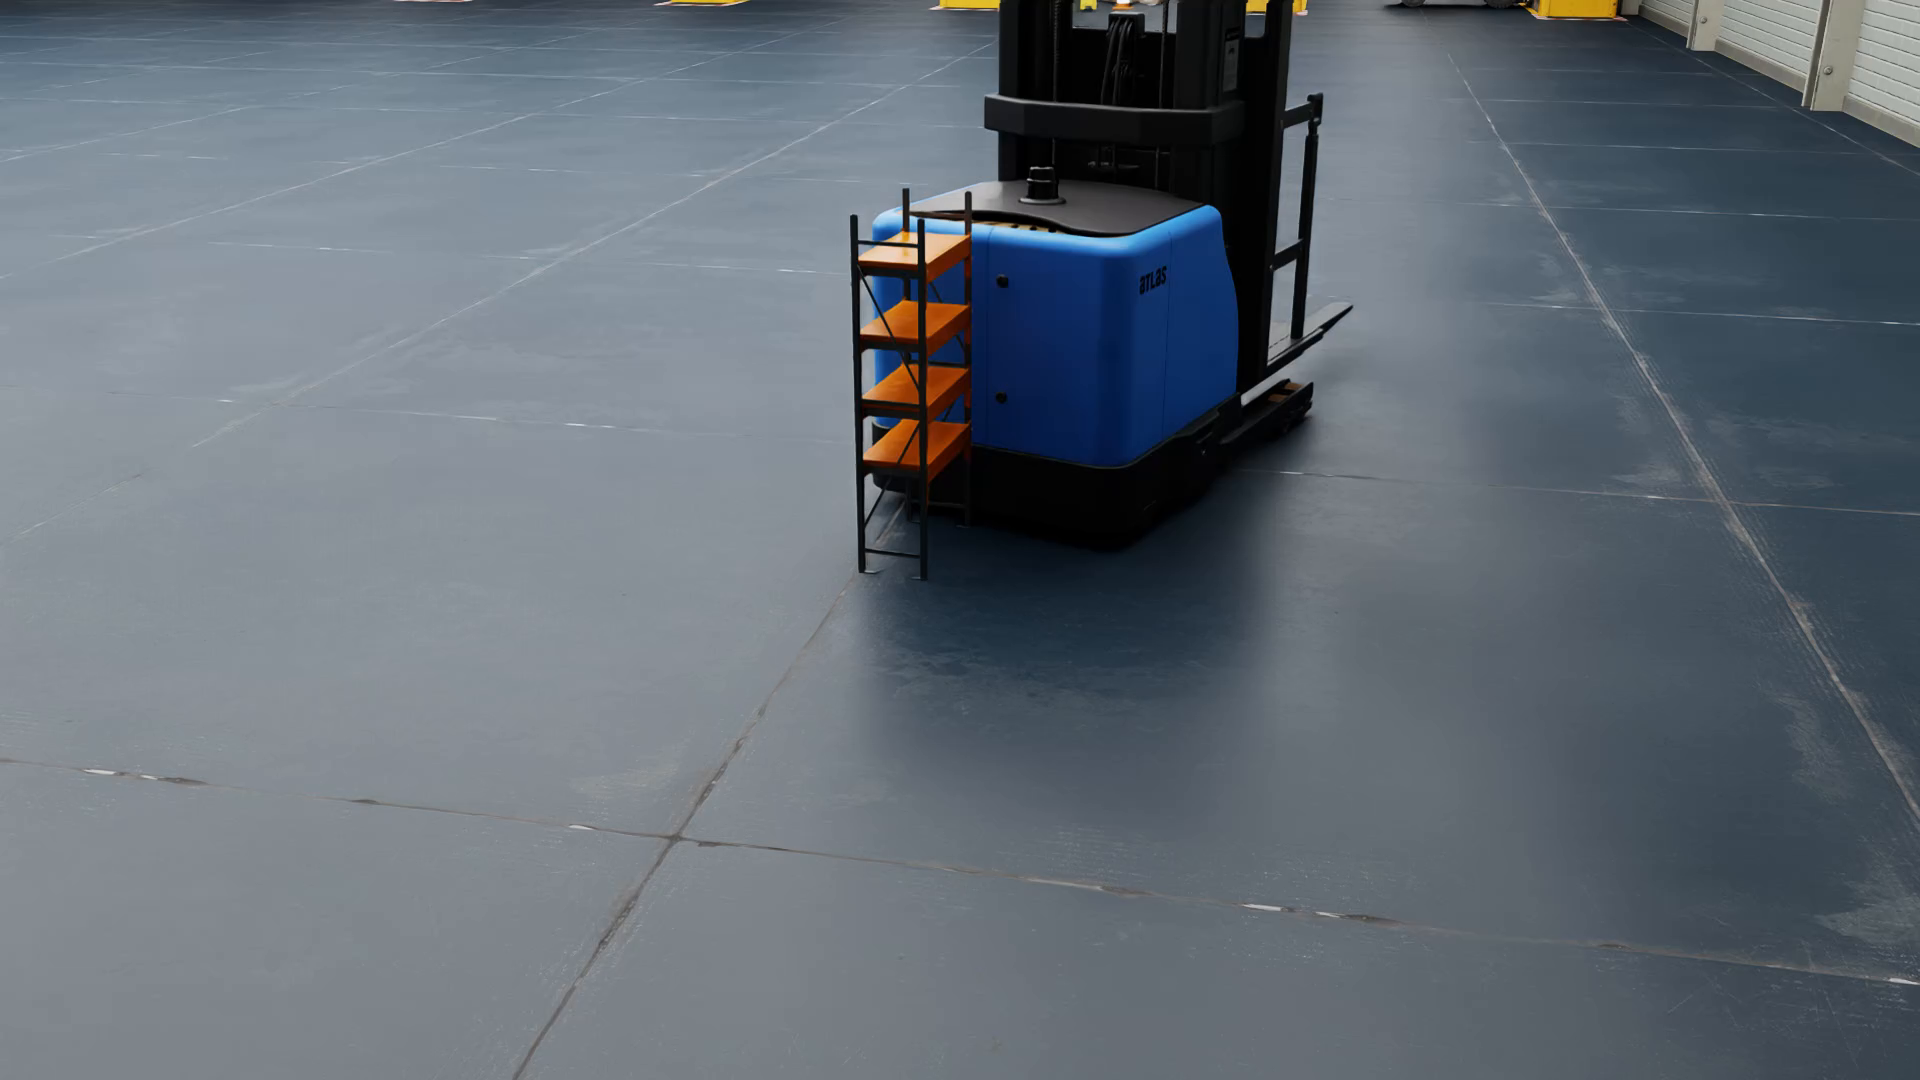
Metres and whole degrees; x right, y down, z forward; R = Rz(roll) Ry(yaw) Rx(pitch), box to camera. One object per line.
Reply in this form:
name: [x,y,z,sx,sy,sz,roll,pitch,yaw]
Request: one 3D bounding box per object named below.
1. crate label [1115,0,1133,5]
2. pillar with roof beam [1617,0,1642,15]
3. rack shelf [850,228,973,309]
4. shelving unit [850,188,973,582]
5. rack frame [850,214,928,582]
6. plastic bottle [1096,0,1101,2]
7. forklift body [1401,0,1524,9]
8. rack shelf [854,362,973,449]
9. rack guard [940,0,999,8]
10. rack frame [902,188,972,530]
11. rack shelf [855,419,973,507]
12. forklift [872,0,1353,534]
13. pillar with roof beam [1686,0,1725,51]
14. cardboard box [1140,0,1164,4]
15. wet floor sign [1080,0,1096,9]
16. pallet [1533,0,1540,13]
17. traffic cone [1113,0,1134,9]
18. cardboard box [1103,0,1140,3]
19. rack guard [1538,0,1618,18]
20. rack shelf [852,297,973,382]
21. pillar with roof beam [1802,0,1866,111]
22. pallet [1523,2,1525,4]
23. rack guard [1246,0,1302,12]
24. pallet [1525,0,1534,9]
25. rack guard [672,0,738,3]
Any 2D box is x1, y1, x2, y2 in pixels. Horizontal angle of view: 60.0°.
crate label: [2.885,-9.429,29.083,0.250,0.136,0.298,-7,23,-17]
pillar with roof beam: [6.786,-13.169,26.506,9.100,9.000,0.400,4,22,11]
rack shelf: [-0.150,-0.886,5.396,0.258,0.148,0.480,7,23,16]
shelving unit: [-0.150,-0.522,5.543,0.258,1.200,0.503,7,23,16]
rack frame: [-0.223,-0.435,5.327,0.240,1.200,0.015,7,23,16]
plastic bottle: [2.446,-9.755,29.994,0.133,0.061,0.283,-3,22,-8]
forklift body: [8.577,-10.311,28.576,2.313,2.155,1.214,4,22,11]
rack shelf: [-0.150,-0.459,5.568,0.258,0.148,0.480,7,23,16]
rack guard: [0.245,-9.421,28.577,1.175,0.500,0.348,4,22,11]
rack frame: [-0.077,-0.609,5.759,0.240,1.200,0.015,7,23,16]
rack shelf: [-0.150,-0.275,5.642,0.258,0.148,0.480,7,23,16]
forklift: [0.858,-1.885,6.610,1.130,2.935,3.031,12,25,28]
pillar with roof beam: [5.562,-10.975,21.058,9.100,9.000,0.400,4,22,11]
cardboard box: [3.406,-9.560,29.391,0.380,0.149,0.250,18,28,38]
wet floor sign: [2.182,-9.336,28.170,0.267,0.644,0.232,1,22,2]
pallet: [10.091,-8.861,27.574,1.003,0.211,1.213,4,22,11]
traffic cone: [2.785,-9.288,28.296,0.336,0.463,0.334,4,22,11]
cardboard box: [2.996,-9.926,29.827,0.797,0.503,0.637,-11,25,-26]
rack guard: [9.971,-8.704,26.796,1.175,0.500,0.348,4,22,11]
rack shelf: [-0.150,-0.667,5.484,0.258,0.148,0.480,7,23,16]
pillar with roof beam: [4.338,-8.780,15.609,9.100,9.000,0.400,4,22,11]
pallet: [10.589,-9.754,29.789,1.003,0.211,1.213,4,22,11]
rack guard: [5.132,-9.117,27.822,1.175,0.500,0.348,4,22,11]
pallet: [10.342,-9.306,28.678,1.003,0.211,1.213,4,22,11]
rack guard: [-4.570,-9.873,29.698,1.175,0.500,0.348,4,22,11]
